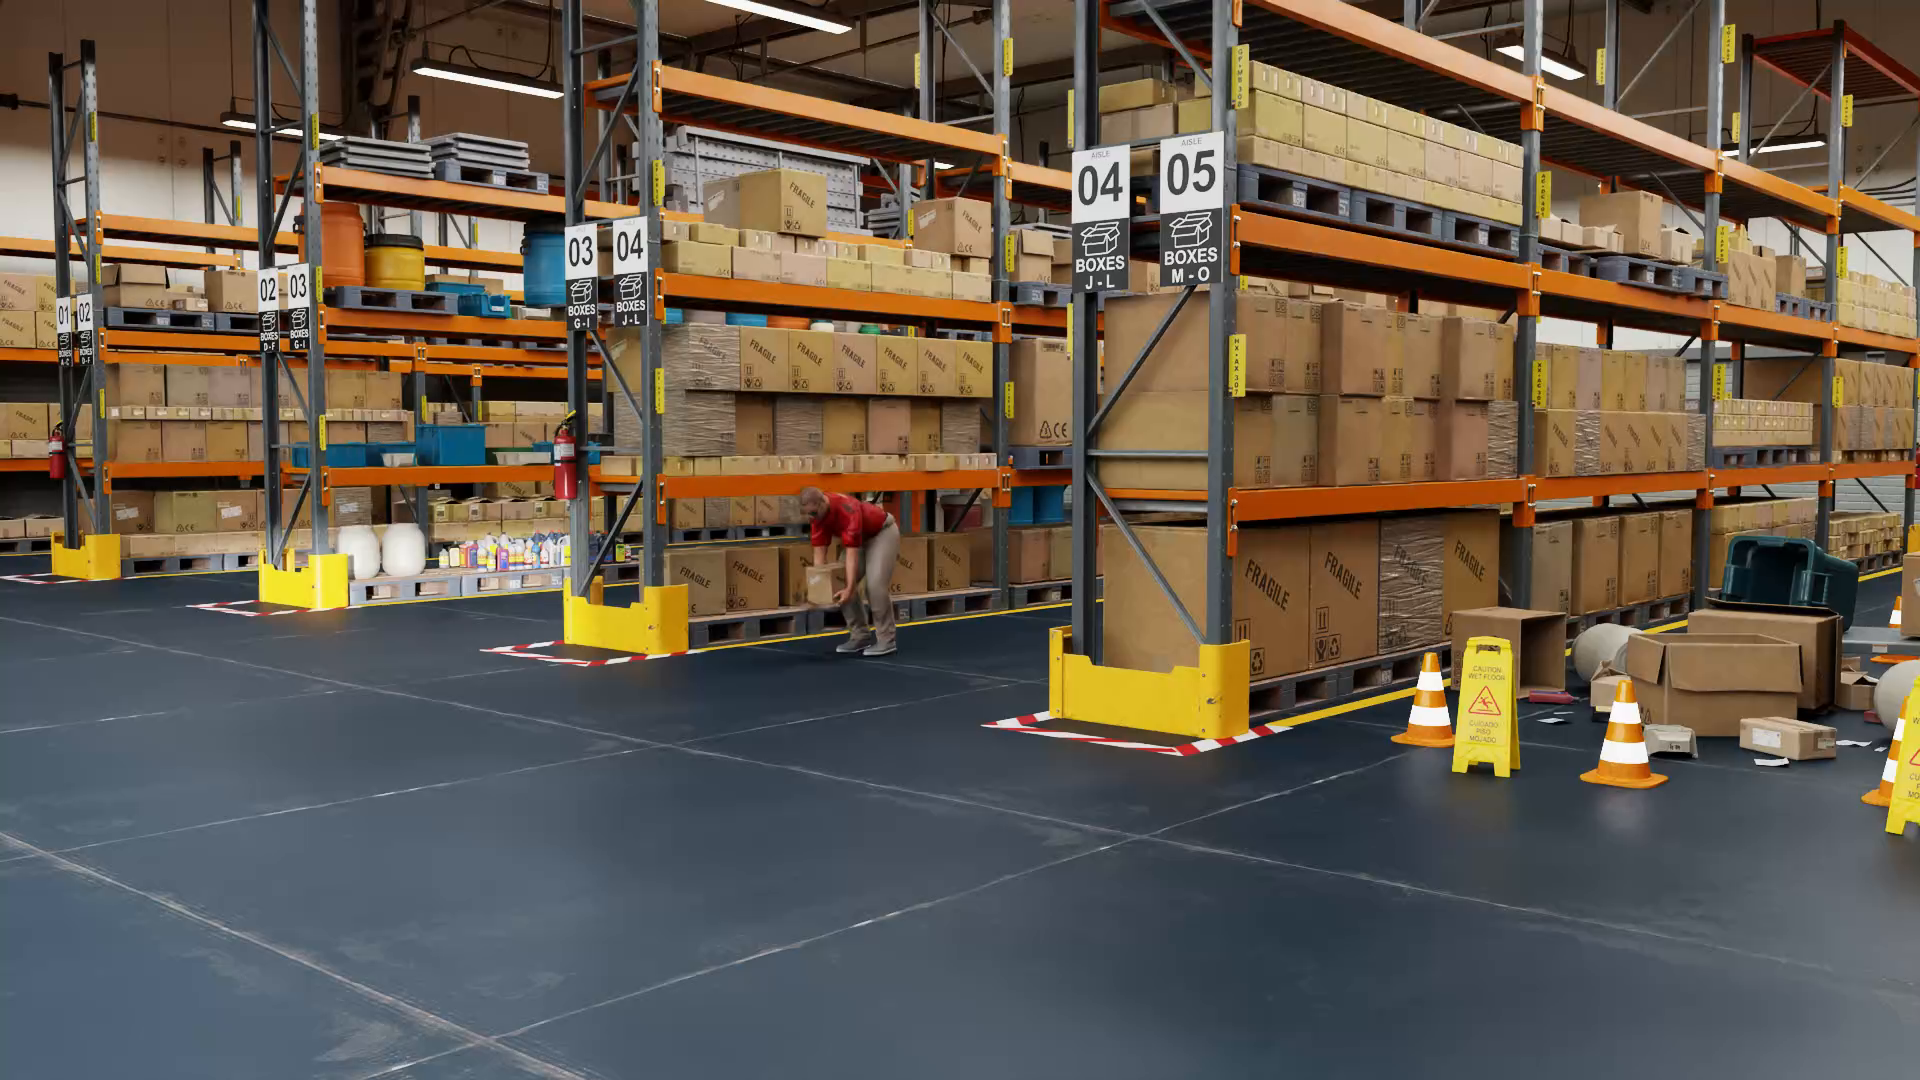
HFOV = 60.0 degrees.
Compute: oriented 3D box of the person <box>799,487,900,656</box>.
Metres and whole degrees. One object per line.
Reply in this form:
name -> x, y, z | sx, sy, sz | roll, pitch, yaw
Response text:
person -> -0.828, 0.228, 12.120 | 0.482, 1.248, 0.925 | 3, 5, 39
